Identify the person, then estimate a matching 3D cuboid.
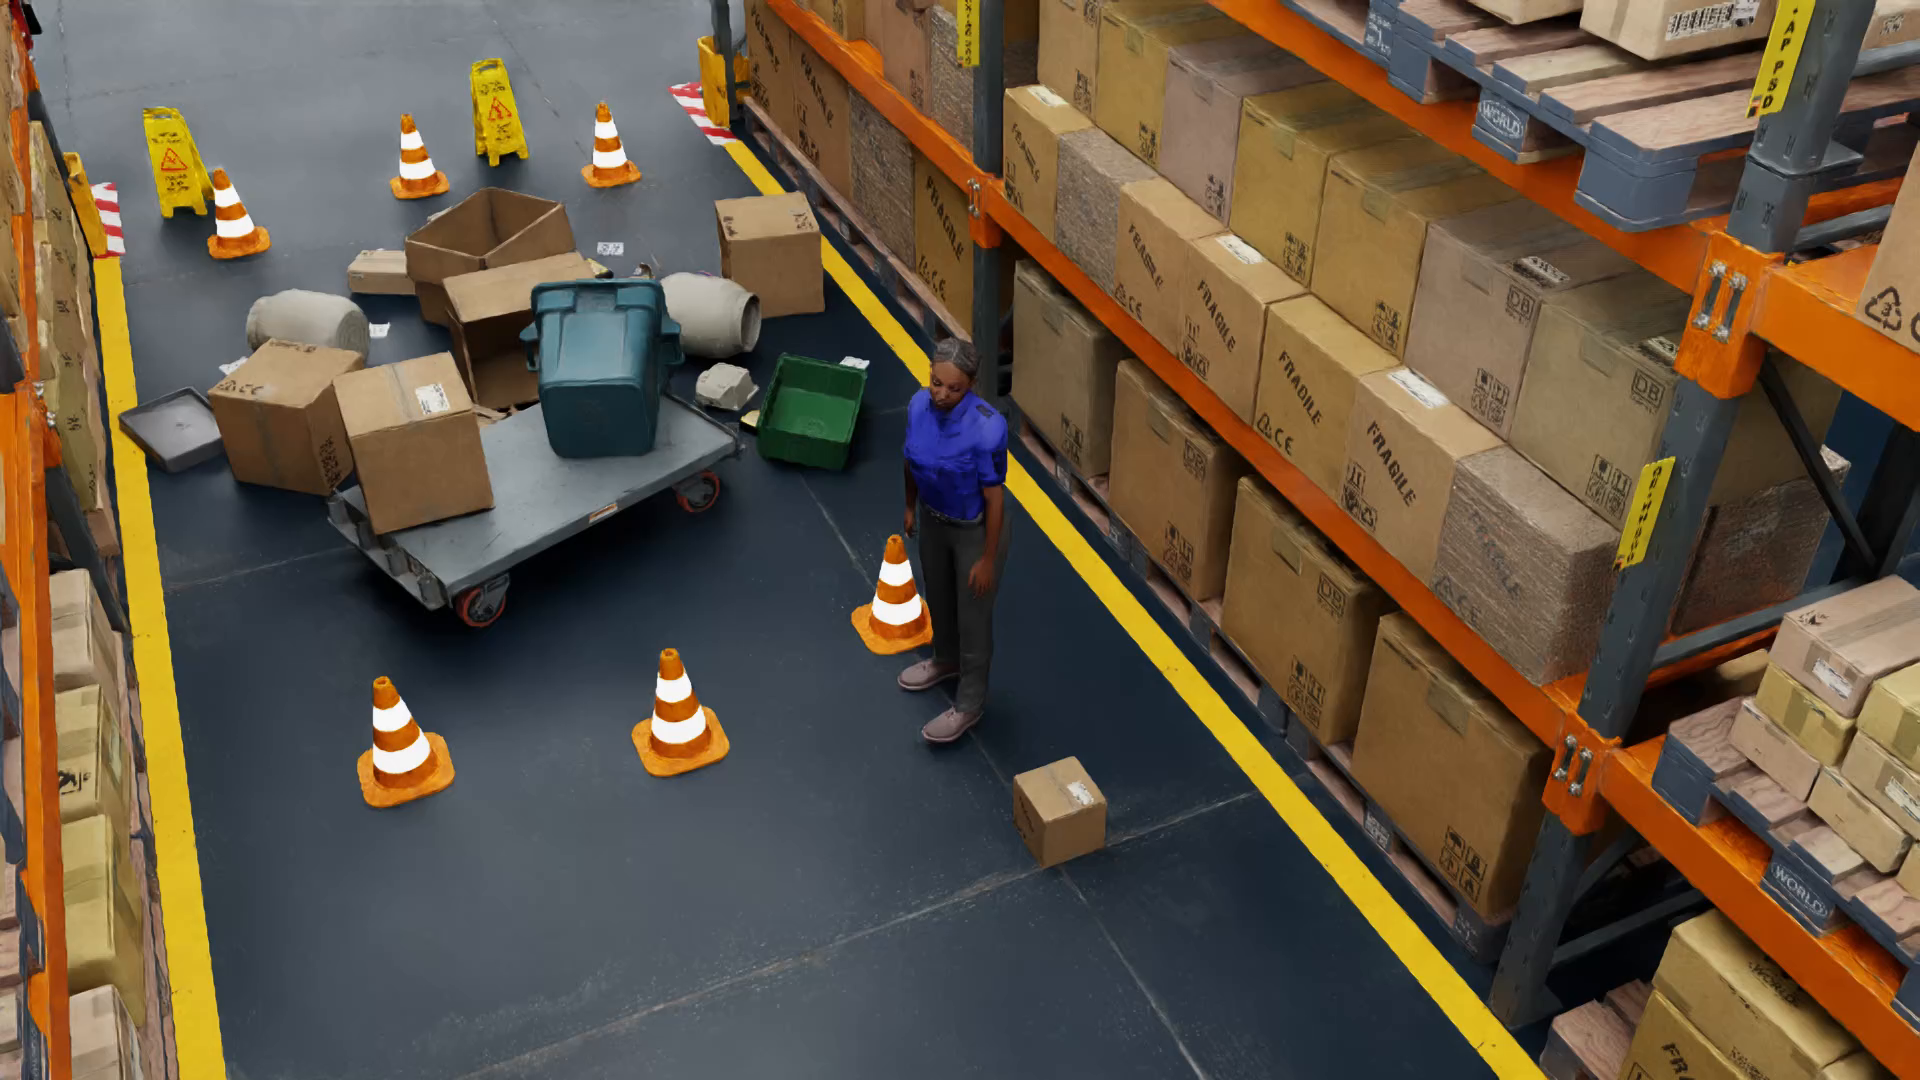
[{"bbox_3d":[-0.076,-0.004,6.129,0.520,1.665,0.475,28,45,31],"label":"person"}]
